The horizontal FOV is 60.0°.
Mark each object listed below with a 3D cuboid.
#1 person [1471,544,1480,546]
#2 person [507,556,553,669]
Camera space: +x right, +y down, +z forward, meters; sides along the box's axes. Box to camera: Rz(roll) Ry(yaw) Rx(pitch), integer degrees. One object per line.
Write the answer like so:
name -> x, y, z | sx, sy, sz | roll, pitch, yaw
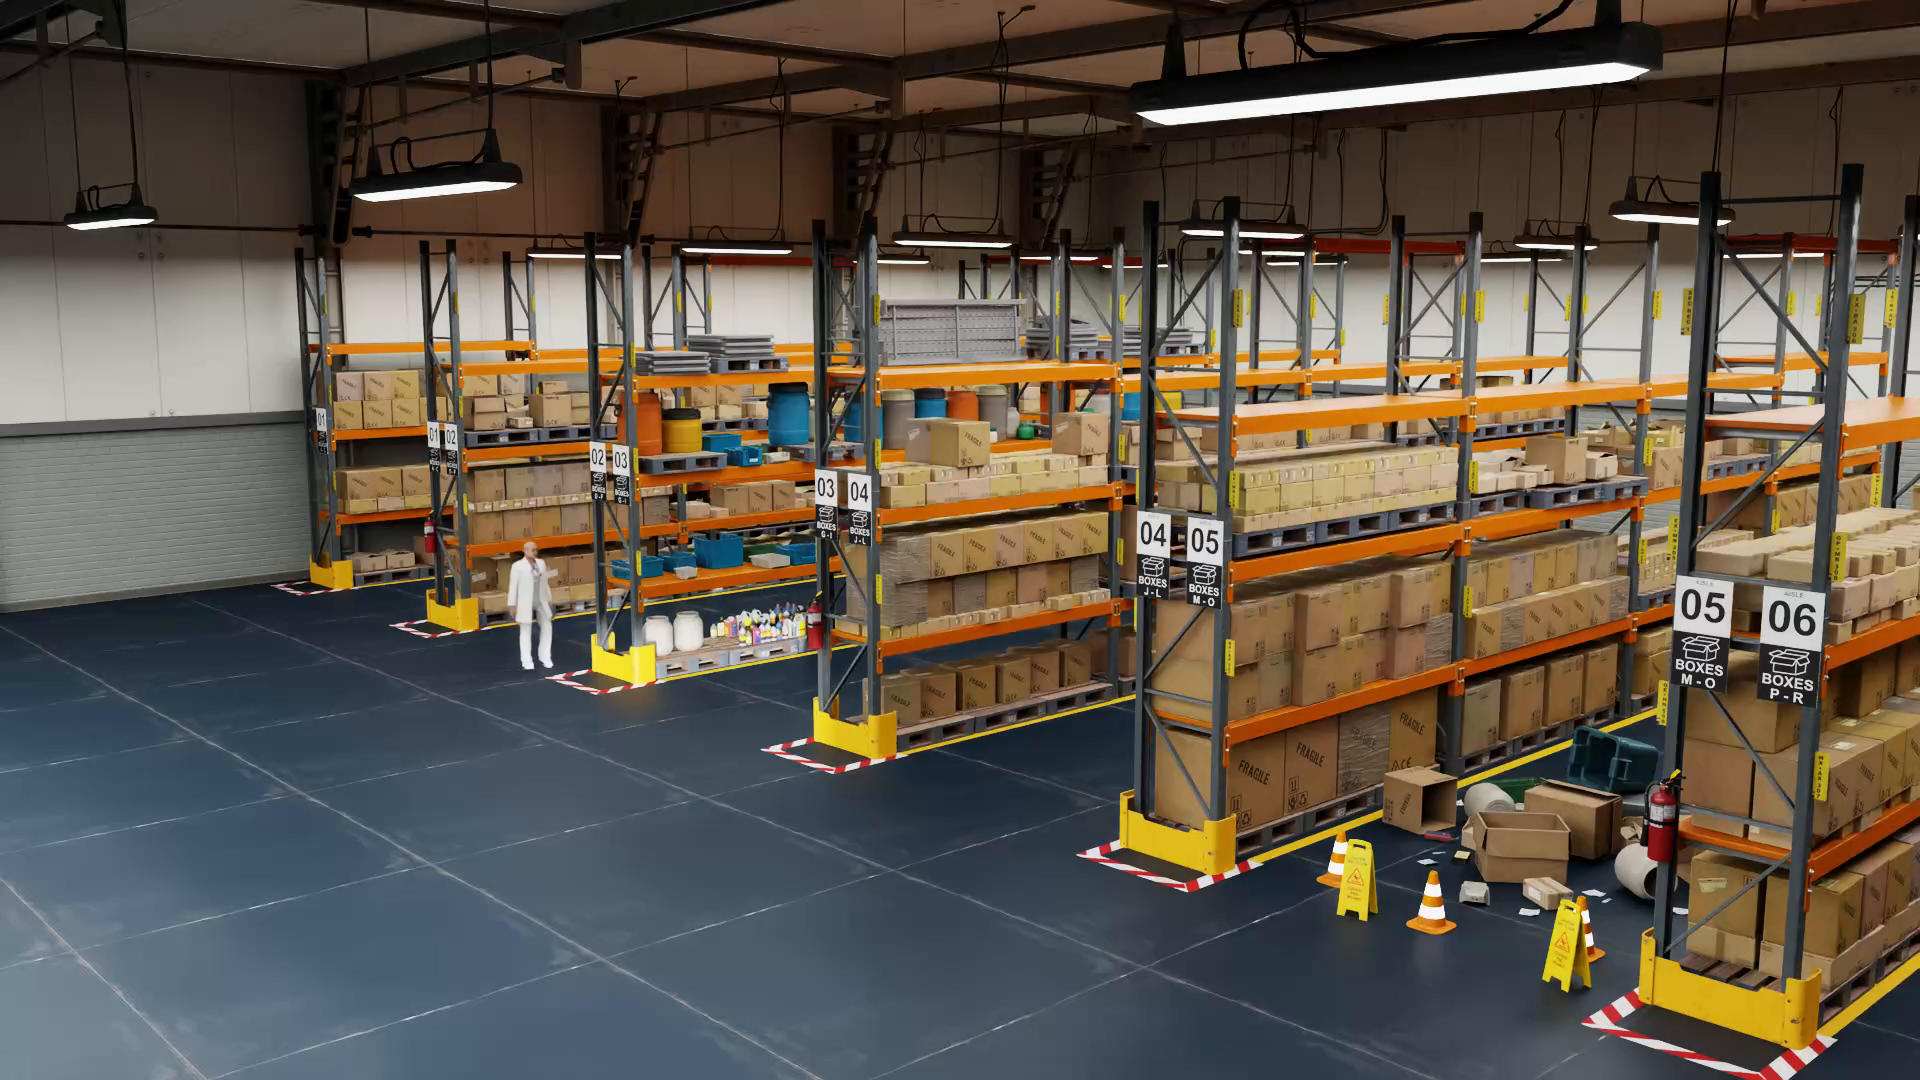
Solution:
person -> 7.767, 0.712, 24.818 | 0.775, 1.556, 0.561 | -6, 10, -36
person -> -5.975, 1.021, 23.169 | 0.684, 1.622, 0.372 | -8, 12, -44
